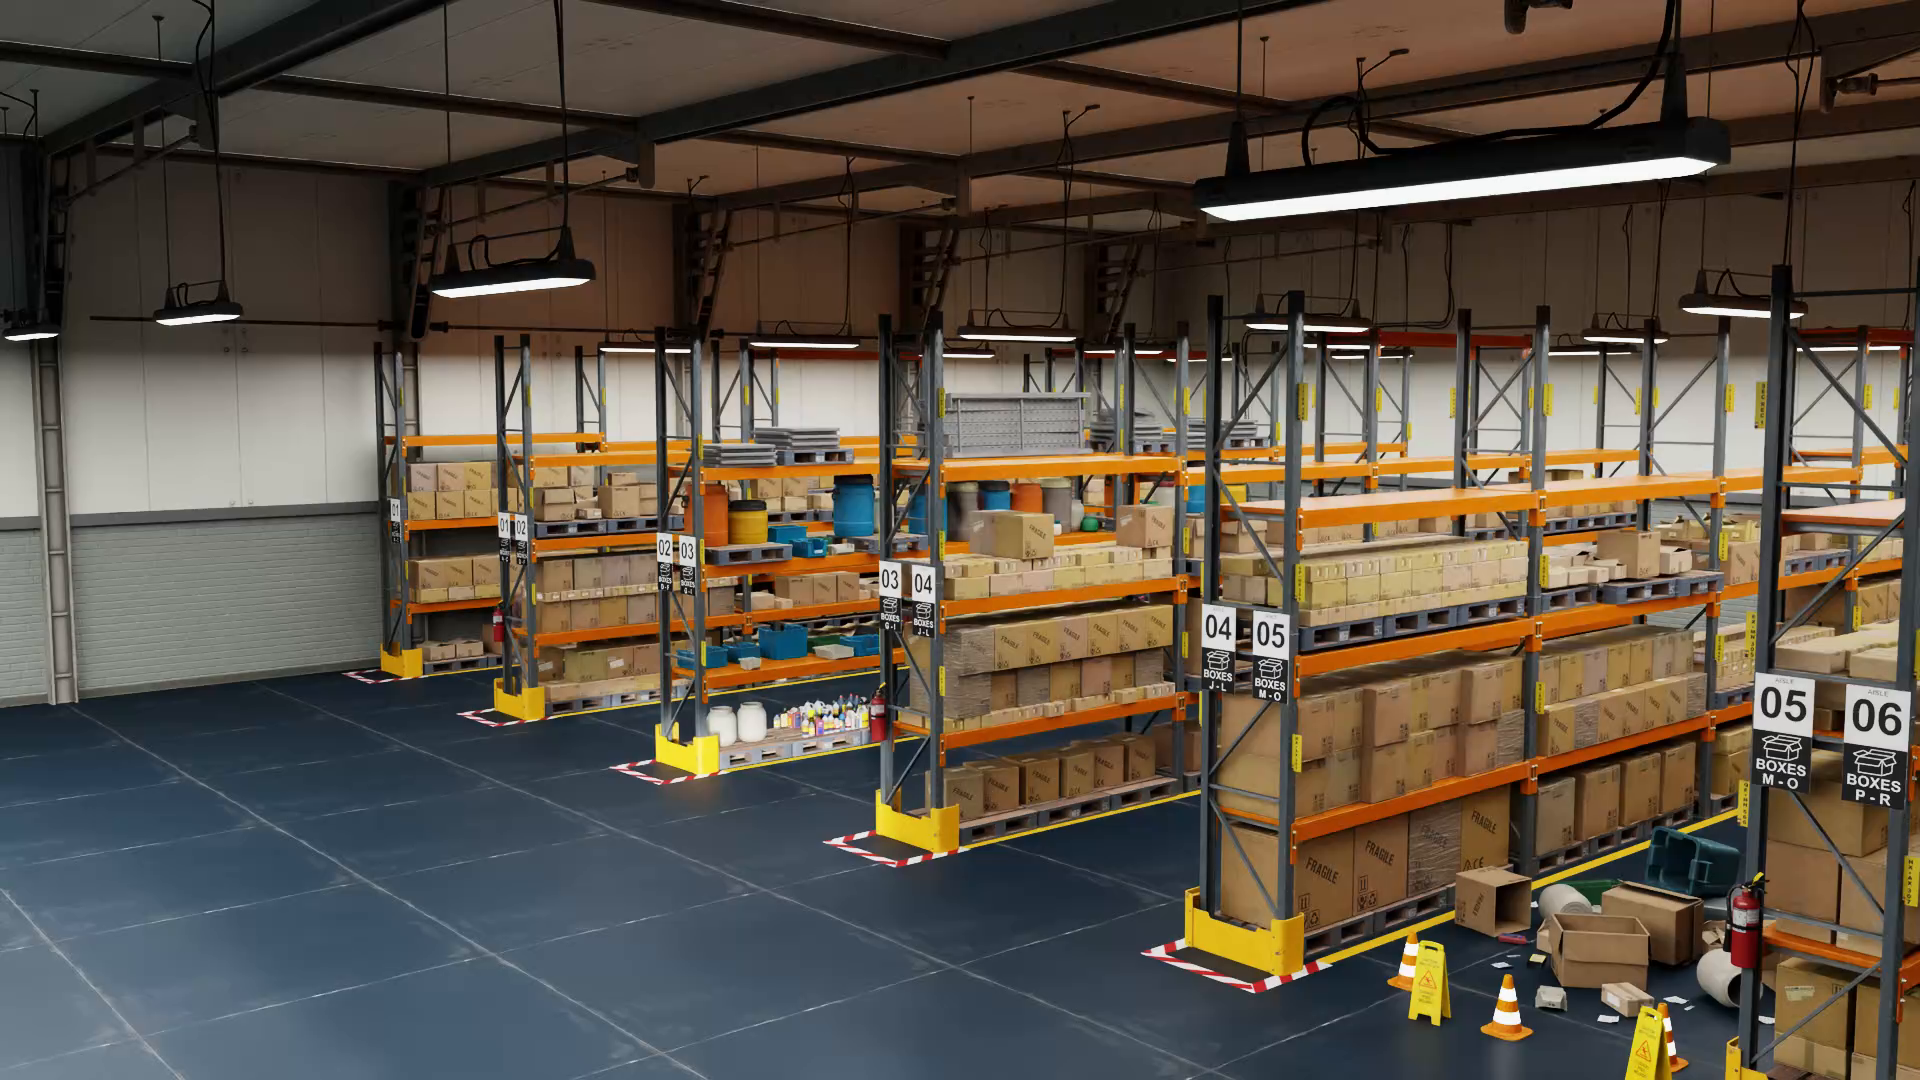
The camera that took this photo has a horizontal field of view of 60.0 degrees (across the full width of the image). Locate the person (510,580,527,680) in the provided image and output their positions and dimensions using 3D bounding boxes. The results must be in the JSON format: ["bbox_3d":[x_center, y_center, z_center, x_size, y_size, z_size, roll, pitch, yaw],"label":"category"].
[{"bbox_3d":[-7.663,1.621,29.506,0.646,1.813,0.466,-3,6,-31],"label":"person"}]
